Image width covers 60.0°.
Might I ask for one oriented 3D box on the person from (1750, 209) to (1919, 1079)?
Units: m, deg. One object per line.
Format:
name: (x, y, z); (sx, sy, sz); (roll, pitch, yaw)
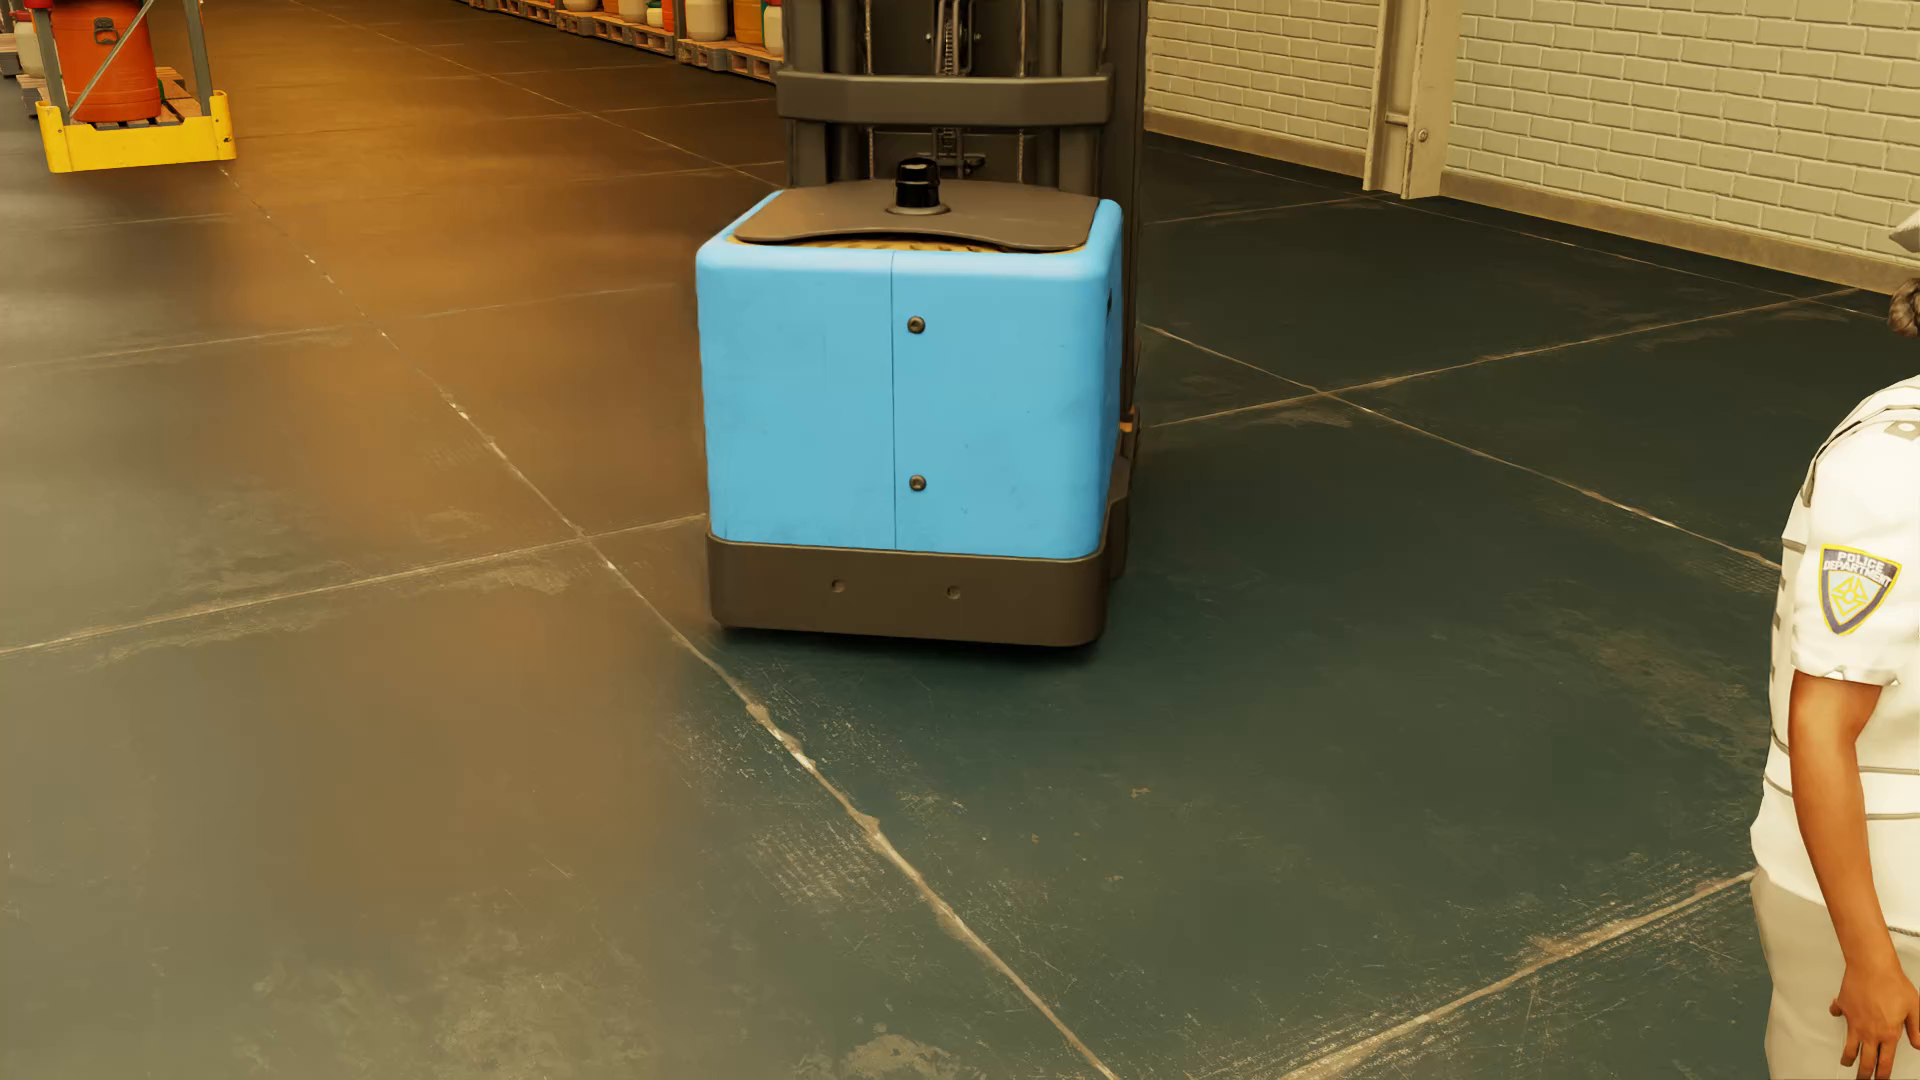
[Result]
person: (1.144, 0.415, 1.875); (0.569, 1.691, 0.529); (-18, 29, -38)

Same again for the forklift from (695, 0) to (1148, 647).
forklift: (0.046, -1.605, 5.186); (1.130, 2.935, 3.031); (3, 23, 7)
